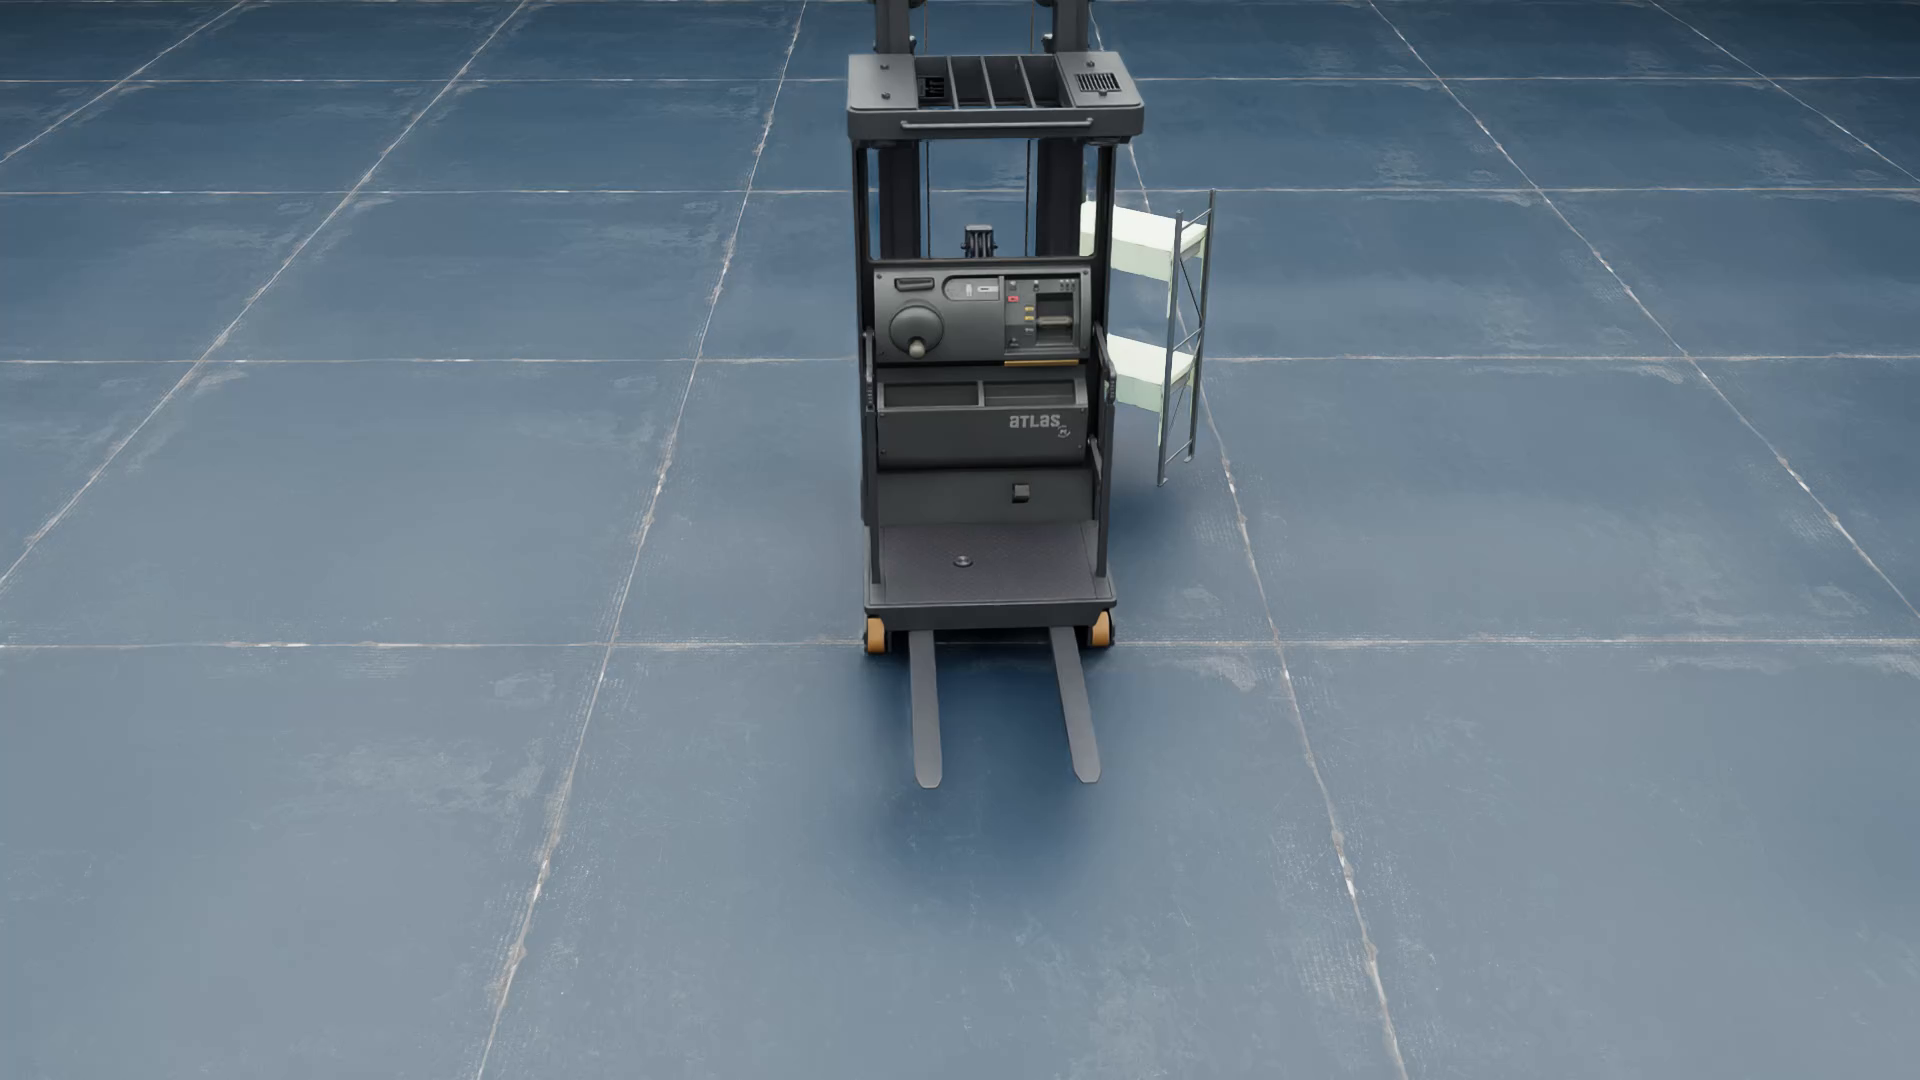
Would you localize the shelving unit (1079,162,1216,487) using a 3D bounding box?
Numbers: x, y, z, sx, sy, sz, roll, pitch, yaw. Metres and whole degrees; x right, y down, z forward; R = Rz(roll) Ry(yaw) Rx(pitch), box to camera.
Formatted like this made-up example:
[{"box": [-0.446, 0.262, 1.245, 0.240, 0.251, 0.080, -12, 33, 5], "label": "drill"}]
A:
[{"box": [0.843, -1.113, 8.639, 0.755, 1.500, 0.431, 19, 36, 28], "label": "shelving unit"}]

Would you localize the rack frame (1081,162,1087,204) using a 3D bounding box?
[{"box": [0.537, -1.217, 8.810, 0.023, 1.500, 0.400, 19, 36, 28], "label": "rack frame"}]

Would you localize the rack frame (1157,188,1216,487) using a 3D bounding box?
[{"box": [1.150, -1.009, 8.468, 0.023, 1.500, 0.400, 19, 36, 28], "label": "rack frame"}]

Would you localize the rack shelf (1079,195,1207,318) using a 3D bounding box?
[{"box": [0.843, -1.447, 8.436, 0.720, 0.370, 0.431, 19, 36, 28], "label": "rack shelf"}]

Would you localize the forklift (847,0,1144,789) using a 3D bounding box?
[{"box": [0.111, -0.919, 6.940, 1.130, 2.935, 3.031, -2, 31, -3], "label": "forklift"}]

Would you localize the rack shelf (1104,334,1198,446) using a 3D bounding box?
[{"box": [0.843, -0.834, 8.808, 0.720, 0.370, 0.431, 19, 36, 28], "label": "rack shelf"}]
